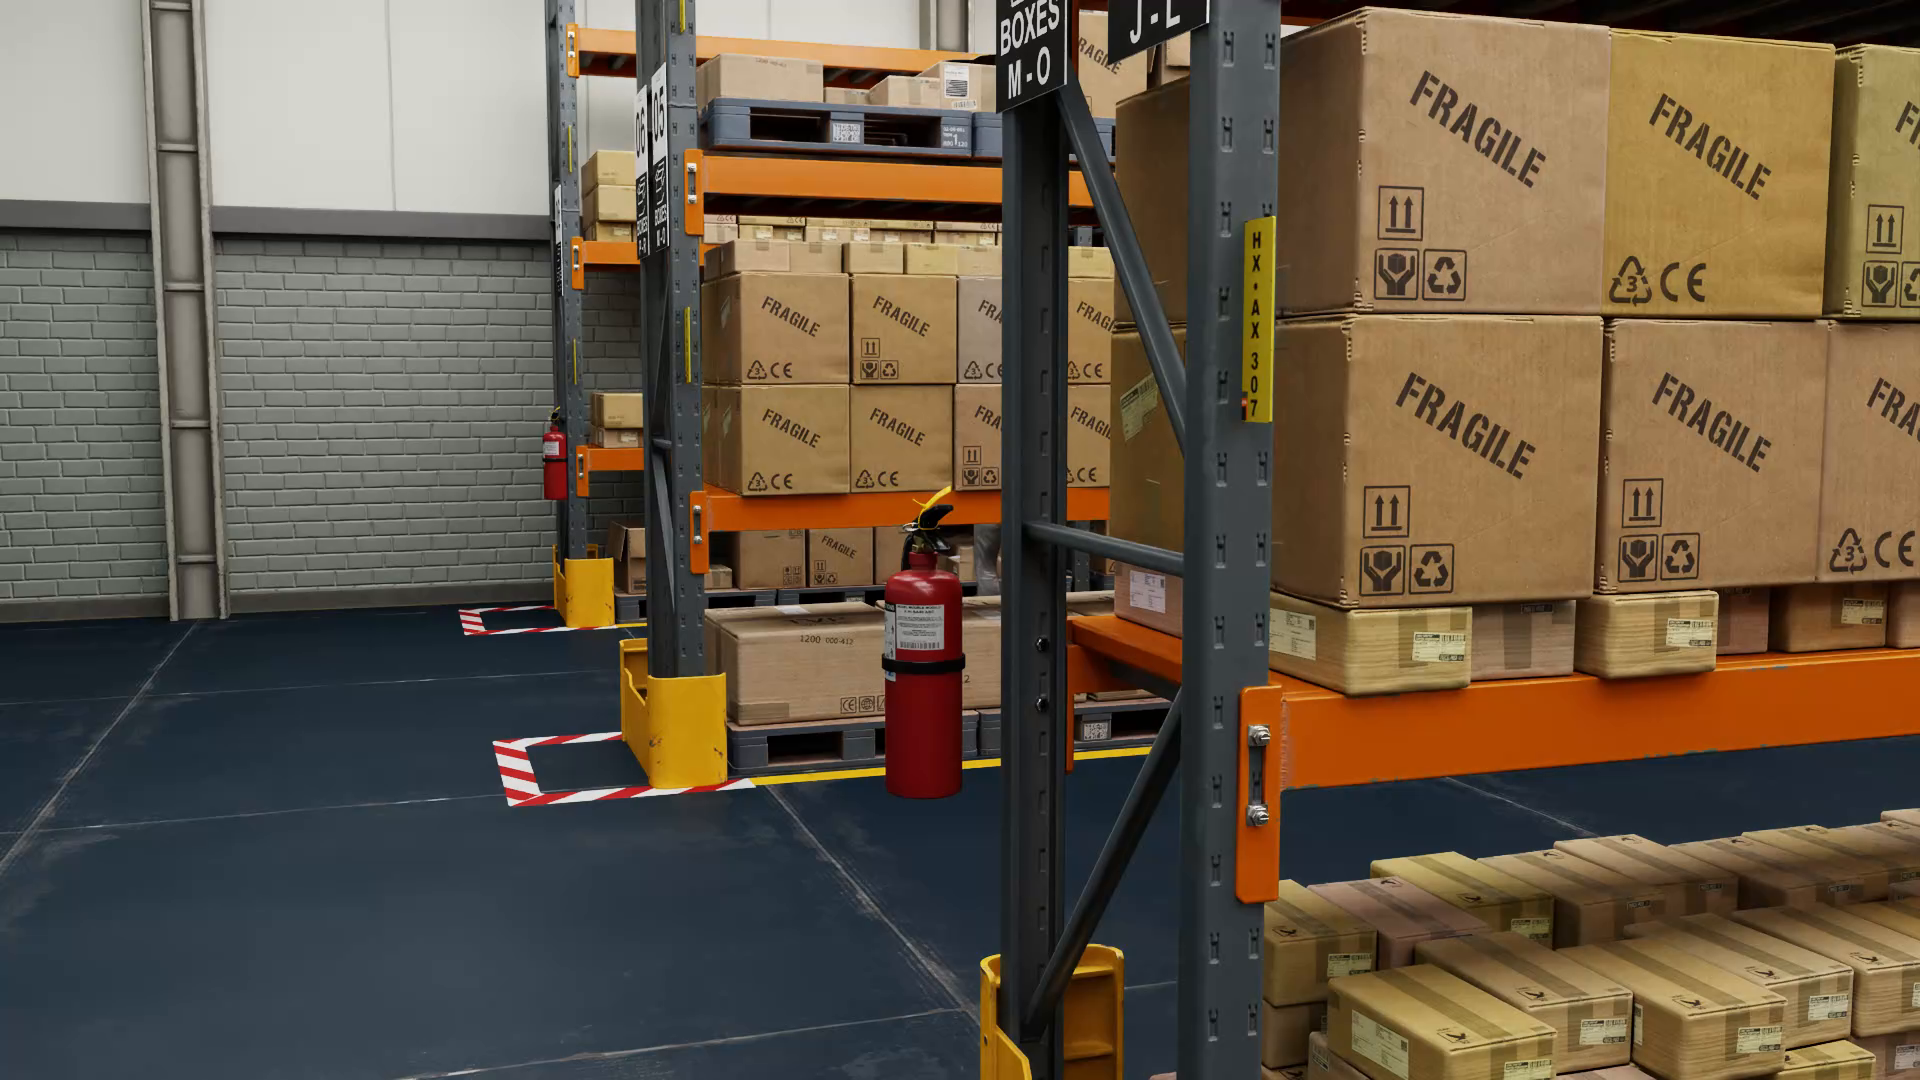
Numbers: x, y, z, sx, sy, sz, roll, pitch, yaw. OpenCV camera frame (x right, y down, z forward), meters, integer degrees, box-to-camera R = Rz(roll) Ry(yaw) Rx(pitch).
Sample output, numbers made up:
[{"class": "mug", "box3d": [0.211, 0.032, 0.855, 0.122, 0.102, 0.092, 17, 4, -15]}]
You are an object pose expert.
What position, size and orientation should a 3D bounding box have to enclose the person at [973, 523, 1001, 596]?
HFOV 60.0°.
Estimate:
[{"class": "person", "box3d": [0.253, -0.200, 11.727, 0.505, 1.763, 0.557, -2, 6, -19]}]
